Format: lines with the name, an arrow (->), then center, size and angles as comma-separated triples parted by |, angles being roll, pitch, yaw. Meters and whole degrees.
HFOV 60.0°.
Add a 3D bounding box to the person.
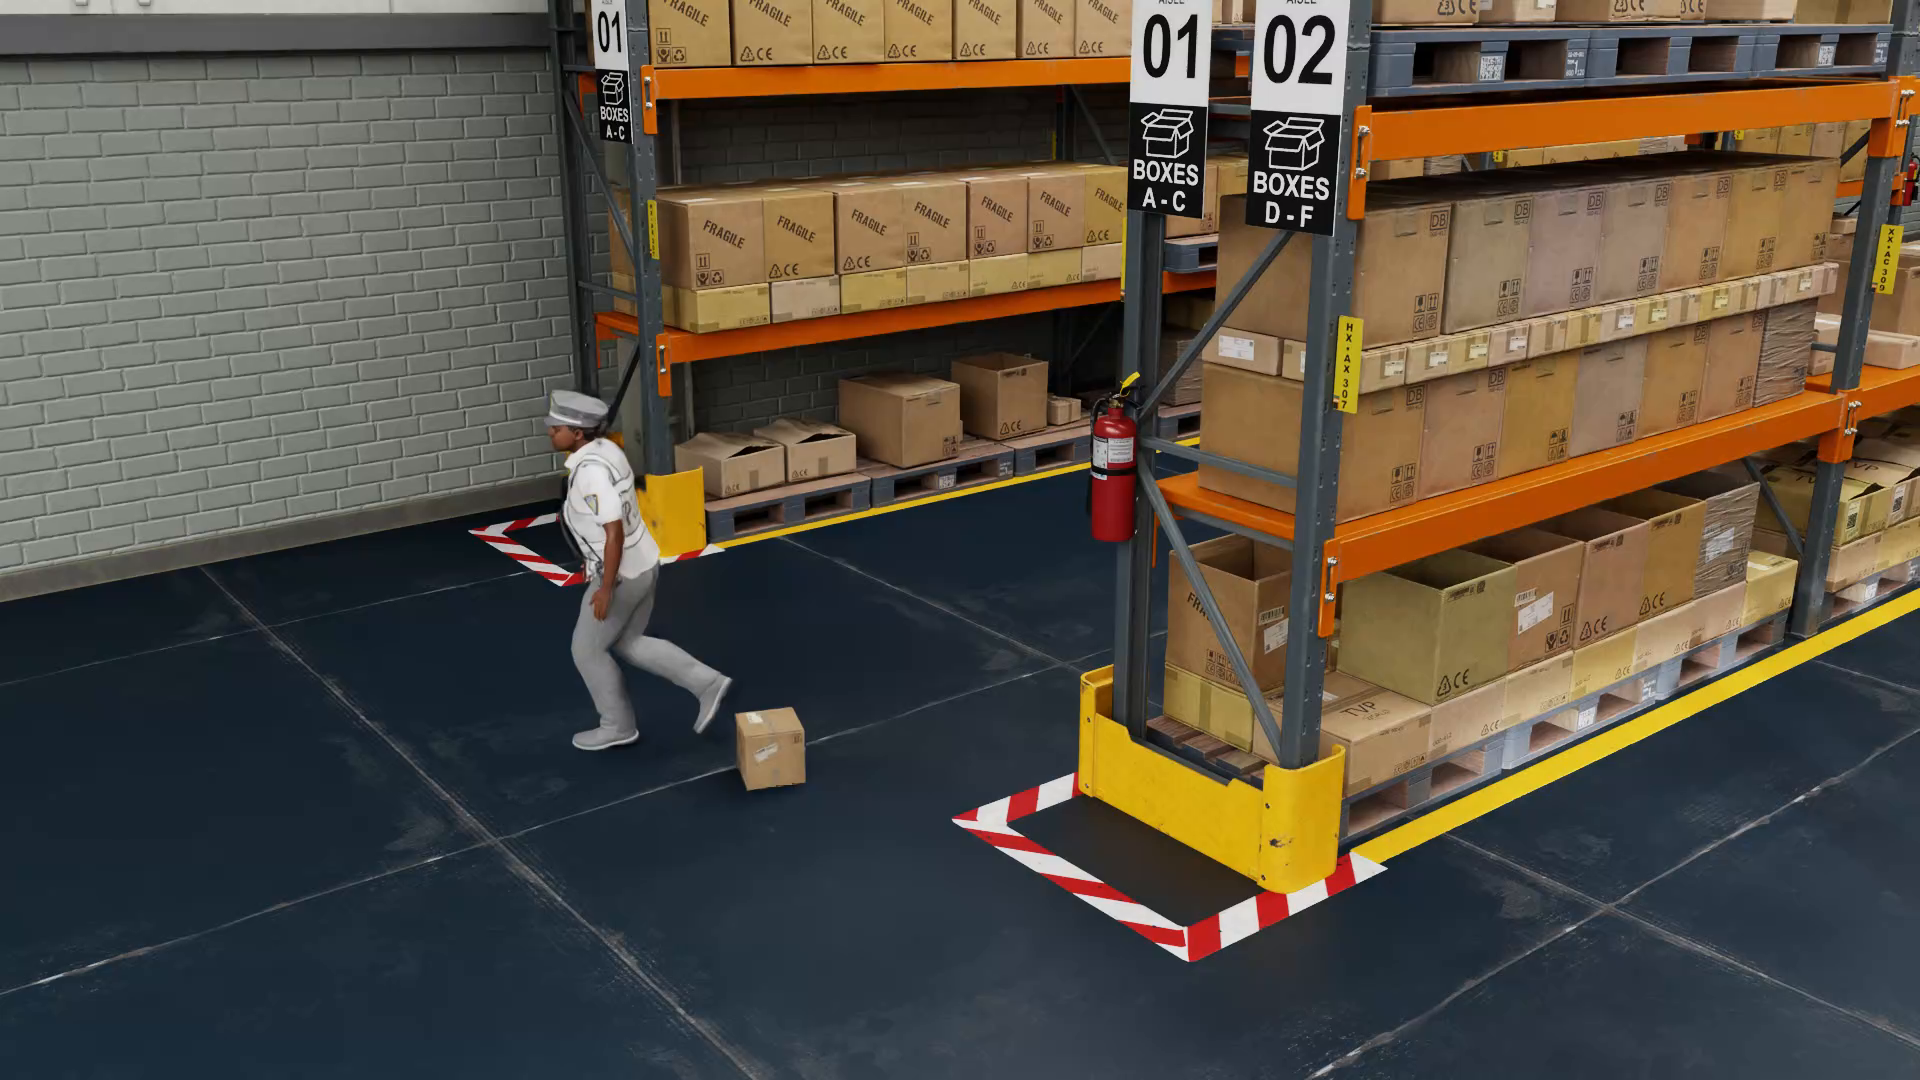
person -> -1.409, 0.157, 7.134 | 0.683, 1.636, 0.578 | -1, 18, -2
